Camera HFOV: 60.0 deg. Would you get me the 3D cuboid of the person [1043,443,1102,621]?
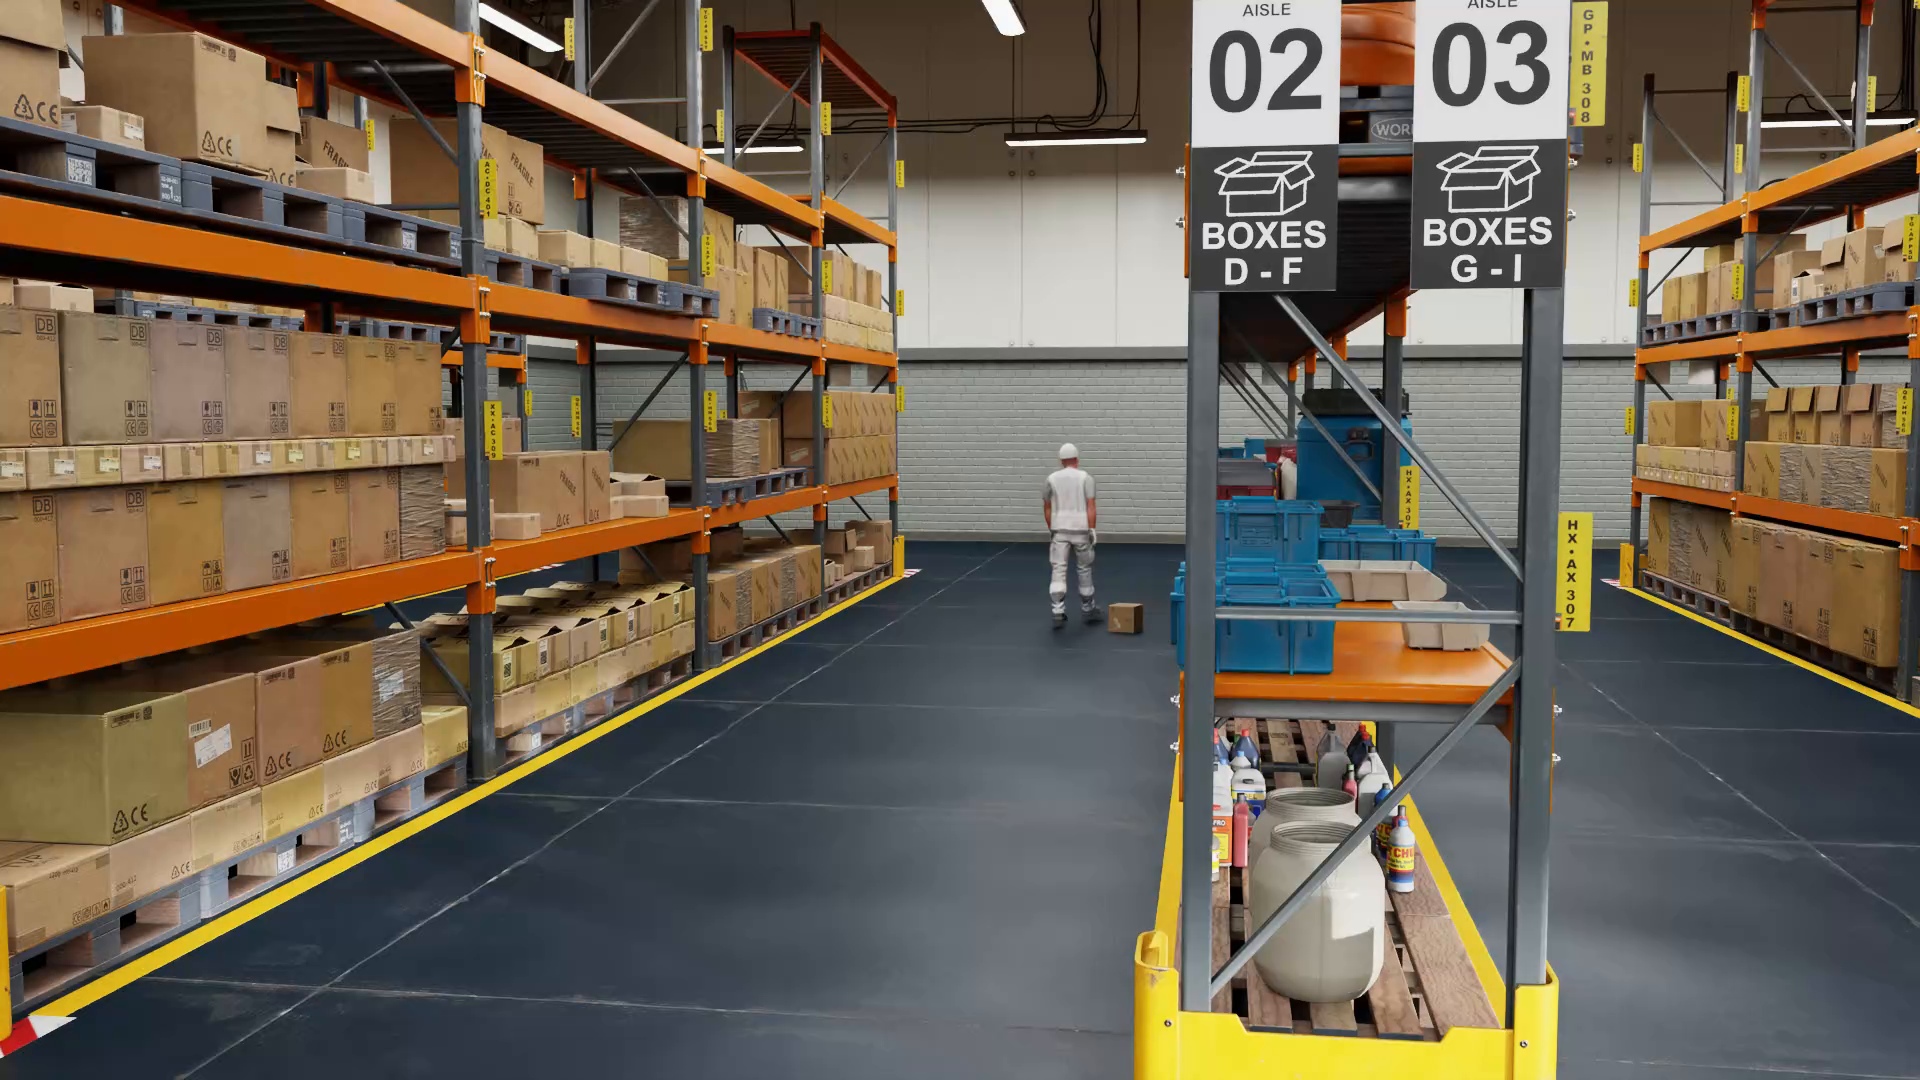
[{"bbox_3d":[1.093,-0.088,16.380,0.552,1.736,1.001,1,4,12],"label":"person"}]
